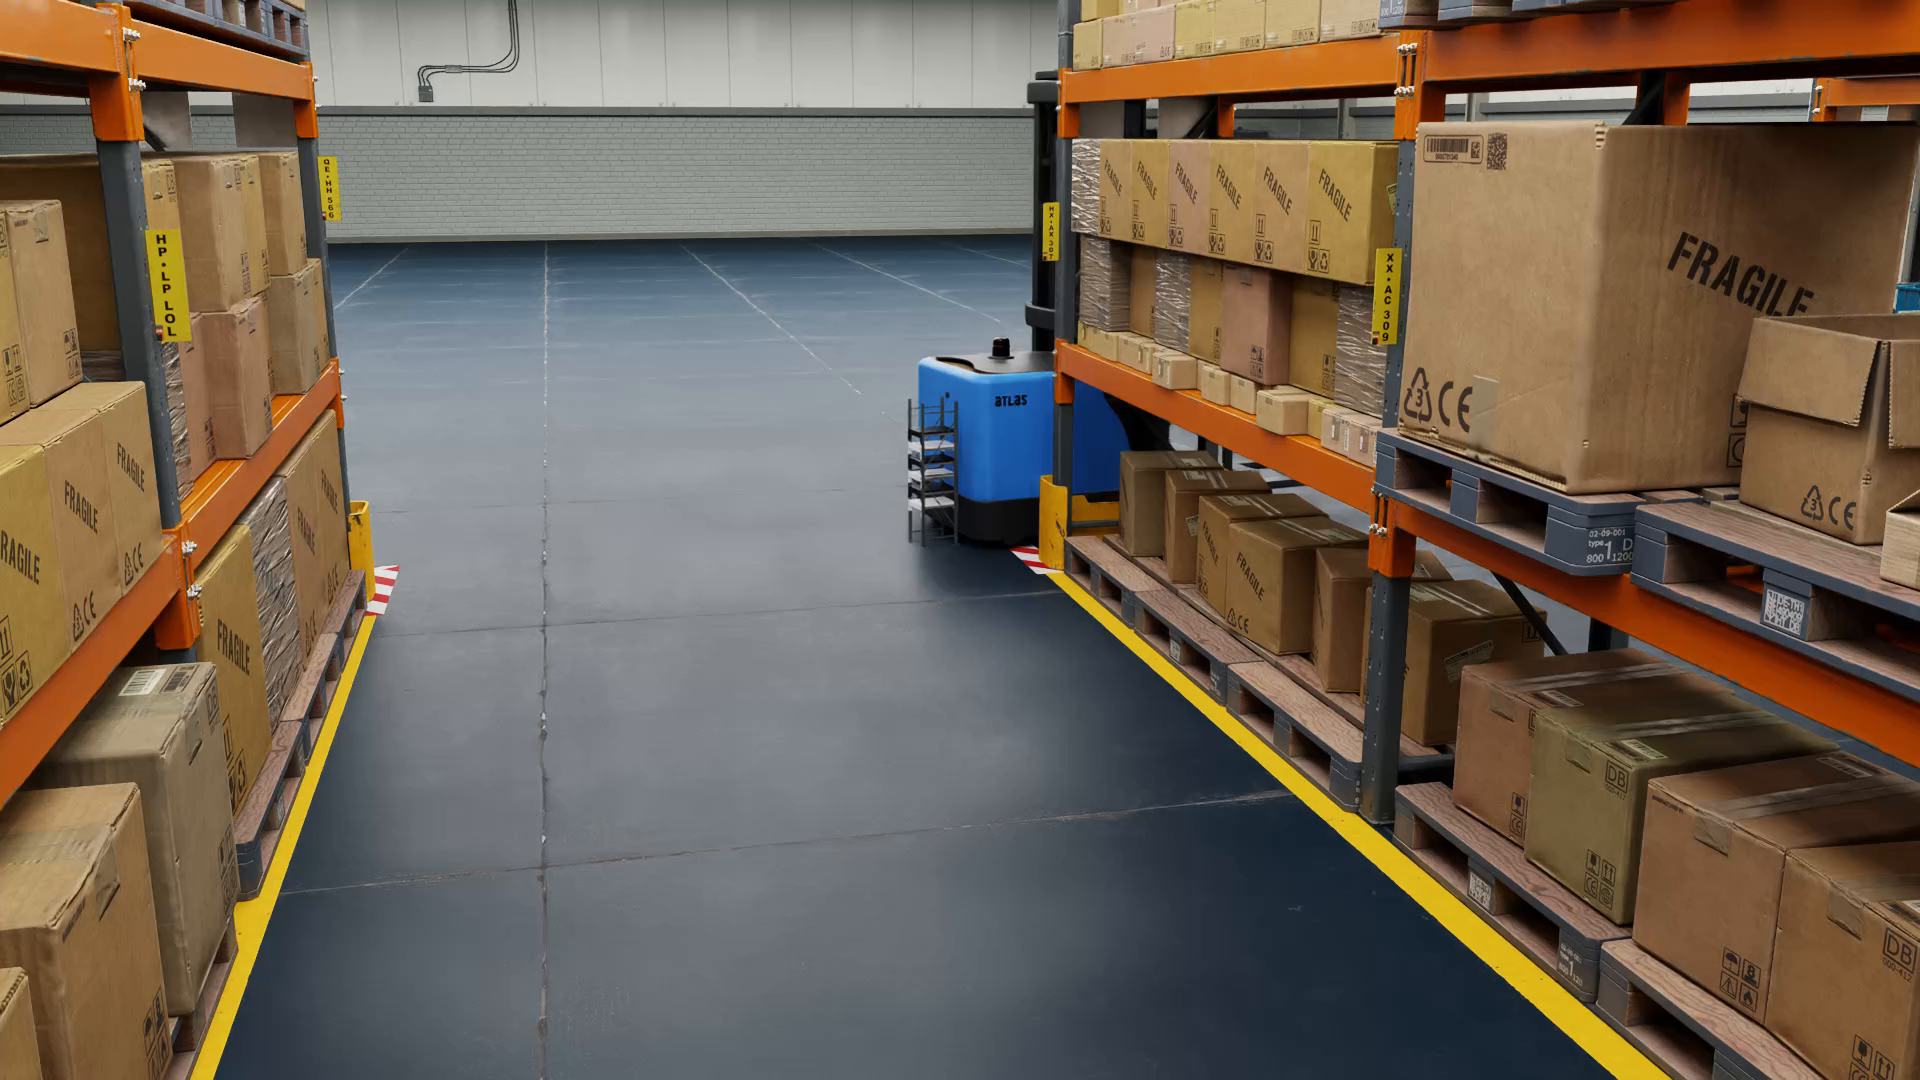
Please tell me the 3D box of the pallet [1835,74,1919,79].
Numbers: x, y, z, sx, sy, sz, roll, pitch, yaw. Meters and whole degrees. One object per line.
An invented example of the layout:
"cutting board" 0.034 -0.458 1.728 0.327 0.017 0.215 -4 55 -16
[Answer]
"pallet" 5.963 -2.811 9.692 1.003 0.211 1.213 -3 14 -13

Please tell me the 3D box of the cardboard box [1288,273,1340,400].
"cardboard box" 1.860 -0.861 6.794 0.875 0.500 0.500 -3 14 -13

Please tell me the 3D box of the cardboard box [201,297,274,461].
"cardboard box" -3.119 -0.604 6.264 0.875 0.550 0.550 -3 14 -13

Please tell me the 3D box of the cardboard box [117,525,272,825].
"cardboard box" -2.936 0.489 5.698 0.875 0.875 0.875 -3 14 -12

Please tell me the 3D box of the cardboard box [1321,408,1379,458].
"cardboard box" 1.603 -0.413 6.326 0.380 0.149 0.250 -3 14 -13

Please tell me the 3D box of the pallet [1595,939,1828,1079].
"pallet" 2.463 1.373 4.363 1.003 0.211 1.213 -3 14 -13

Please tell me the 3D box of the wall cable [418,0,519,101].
"wall cable" -11.341 -13.091 37.885 2.305 6.003 0.169 -3 14 -13

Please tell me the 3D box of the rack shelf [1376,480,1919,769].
"rack shelf" 2.458 0.367 4.118 1.077 0.370 4.000 -3 14 -13

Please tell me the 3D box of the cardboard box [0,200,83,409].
"cardboard box" -2.734 -0.610 4.287 0.700 0.500 0.500 -4 14 -14

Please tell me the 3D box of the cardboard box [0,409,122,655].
"cardboard box" -2.356 -0.017 3.965 0.500 0.500 0.500 -3 14 -14

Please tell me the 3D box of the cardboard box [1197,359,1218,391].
"cardboard box" 1.330 -0.763 7.761 0.380 0.149 0.250 -3 14 -13

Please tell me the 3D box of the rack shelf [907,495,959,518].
"rack shelf" -0.167 -0.208 10.280 0.258 0.077 0.200 -6 15 -24

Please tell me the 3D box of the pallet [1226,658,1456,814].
"pallet" 1.796 0.758 6.879 1.003 0.211 1.213 -3 14 -13

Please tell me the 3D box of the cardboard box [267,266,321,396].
"cardboard box" -3.515 -0.977 7.790 0.875 0.550 0.550 -3 14 -13

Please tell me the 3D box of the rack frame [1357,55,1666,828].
"rack frame" 1.988 -0.443 5.922 1.000 3.000 0.127 -3 14 -13

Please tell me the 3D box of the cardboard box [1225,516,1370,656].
"cardboard box" 1.569 0.202 7.663 0.500 0.500 0.500 -5 14 -18

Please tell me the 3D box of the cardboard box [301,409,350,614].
"cardboard box" -3.573 -0.132 8.240 0.875 0.875 0.875 -3 14 -13

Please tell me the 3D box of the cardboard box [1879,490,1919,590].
"cardboard box" 2.274 -0.029 3.624 0.396 0.266 0.258 -4 14 -15

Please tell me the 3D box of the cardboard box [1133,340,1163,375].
"cardboard box" 1.099 -0.933 8.456 0.380 0.149 0.250 -3 14 -13

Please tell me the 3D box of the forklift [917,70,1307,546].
"forklift" 1.282 -1.598 10.793 3.031 2.935 1.130 -6 15 -23

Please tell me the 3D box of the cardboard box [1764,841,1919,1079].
"cardboard box" 2.468 1.069 4.072 0.700 0.500 0.500 -2 14 -8

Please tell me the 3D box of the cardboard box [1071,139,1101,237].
"cardboard box" 0.913 -1.903 8.951 0.500 0.500 0.500 -3 14 -13

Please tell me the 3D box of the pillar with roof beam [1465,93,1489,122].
"pillar with roof beam" 6.677 -10.292 33.593 9.100 9.000 0.400 -3 14 -13

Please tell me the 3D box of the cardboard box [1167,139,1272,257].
"cardboard box" 1.266 -1.557 7.535 0.500 0.500 0.500 -3 14 -13

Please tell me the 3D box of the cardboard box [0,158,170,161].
"cardboard box" -3.152 -0.995 5.588 0.875 0.550 0.550 -3 14 -13

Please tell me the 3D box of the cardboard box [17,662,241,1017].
"cardboard box" -2.623 0.837 4.537 1.050 0.750 0.750 -3 14 -13

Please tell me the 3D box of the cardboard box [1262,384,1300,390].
"cardboard box" 1.505 -0.590 7.052 0.380 0.149 0.250 -3 14 -13

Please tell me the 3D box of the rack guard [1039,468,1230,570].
"rack guard" 1.067 -0.134 9.924 1.175 0.500 0.348 -3 14 -13

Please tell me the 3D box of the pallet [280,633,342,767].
"pallet" -3.249 0.703 7.106 1.003 0.211 1.213 -3 14 -13

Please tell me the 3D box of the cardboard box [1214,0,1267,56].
"cardboard box" 1.390 -2.157 6.930 0.500 0.250 0.500 -3 14 -14

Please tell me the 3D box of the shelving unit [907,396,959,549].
"shelving unit" -0.167 -0.415 10.229 0.258 0.900 0.210 -6 15 -24

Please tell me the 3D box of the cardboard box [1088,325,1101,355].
"cardboard box" 0.924 -1.106 9.164 0.380 0.149 0.250 -3 14 -13

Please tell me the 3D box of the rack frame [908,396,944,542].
"rack frame" -0.210 -0.437 10.319 0.240 0.900 0.006 -6 15 -24

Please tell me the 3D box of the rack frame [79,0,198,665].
"rack frame" -2.857 -0.190 4.885 1.000 3.000 0.127 -3 14 -13

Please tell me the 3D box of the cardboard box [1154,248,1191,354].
"cardboard box" 1.461 -1.204 8.199 0.875 0.500 0.500 -3 14 -13

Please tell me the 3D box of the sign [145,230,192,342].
"sign" -2.332 -0.747 4.890 0.100 0.325 0.005 -3 14 -13

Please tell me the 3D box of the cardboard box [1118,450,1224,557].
"cardboard box" 1.179 -0.211 9.352 0.500 0.500 0.500 -1 14 -3

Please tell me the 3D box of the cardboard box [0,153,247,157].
"cardboard box" -3.528 -1.364 7.099 0.875 0.550 0.550 -3 14 -13

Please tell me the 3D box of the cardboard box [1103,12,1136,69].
"cardboard box" 1.038 -2.506 8.361 0.500 0.250 0.500 -4 14 -14

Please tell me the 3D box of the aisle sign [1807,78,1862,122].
"aisle sign" 5.562 -2.905 10.521 0.394 0.787 0.004 -3 14 -13

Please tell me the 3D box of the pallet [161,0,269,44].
"pallet" -3.322 -2.075 6.465 1.003 0.211 1.213 -3 14 -13

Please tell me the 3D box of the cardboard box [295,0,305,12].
"cardboard box" -3.389 -2.643 8.038 0.380 0.149 0.250 -3 14 -13

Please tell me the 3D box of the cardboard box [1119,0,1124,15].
"cardboard box" 1.035 -2.751 8.523 0.380 0.149 0.250 -4 14 -14

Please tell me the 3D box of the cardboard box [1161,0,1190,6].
"cardboard box" 1.161 -2.566 7.764 0.380 0.149 0.250 -4 14 -16

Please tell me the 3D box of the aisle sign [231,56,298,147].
"aisle sign" -3.521 -2.409 8.489 0.394 0.787 0.004 -3 14 -13

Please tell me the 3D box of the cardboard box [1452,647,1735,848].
"cardboard box" 2.112 0.700 5.581 0.700 0.500 0.500 -4 14 -18

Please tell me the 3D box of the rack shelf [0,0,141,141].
"rack shelf" -2.387 -0.837 2.726 1.077 0.370 4.000 -3 14 -13

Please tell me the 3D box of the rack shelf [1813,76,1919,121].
"rack shelf" 6.333 -2.289 8.669 1.077 0.370 4.000 -3 14 -13

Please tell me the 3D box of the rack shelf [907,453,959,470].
"rack shelf" -0.167 -0.470 10.216 0.258 0.077 0.200 -6 15 -24

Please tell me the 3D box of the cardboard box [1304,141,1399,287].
"cardboard box" 1.615 -1.211 6.118 0.500 0.500 0.500 -3 14 -13

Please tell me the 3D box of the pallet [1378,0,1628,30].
"pallet" 2.030 -1.661 4.981 1.213 0.211 1.003 -3 14 -13
